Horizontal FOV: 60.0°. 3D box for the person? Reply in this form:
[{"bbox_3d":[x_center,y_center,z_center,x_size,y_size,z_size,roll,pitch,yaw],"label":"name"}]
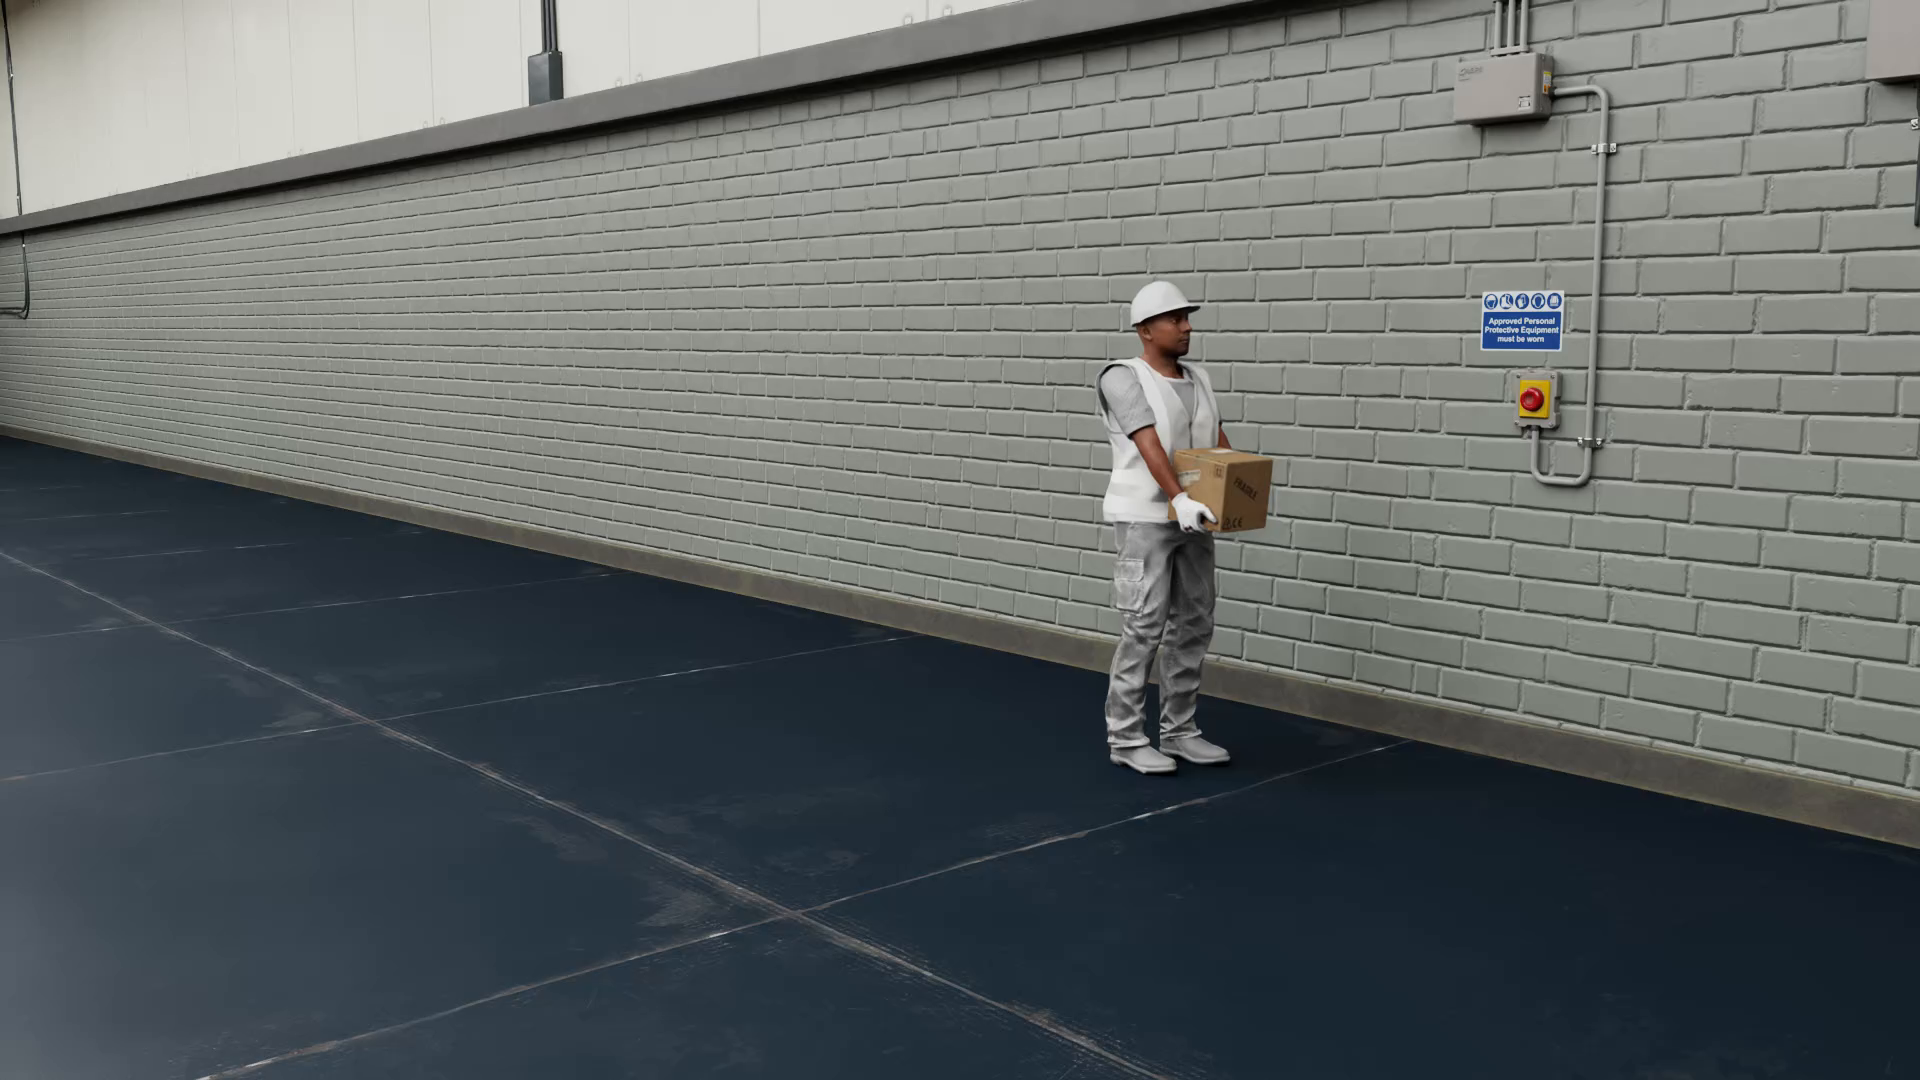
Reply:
[{"bbox_3d":[0.819,-0.048,6.079,0.488,1.780,0.567,-6,10,-40],"label":"person"}]
